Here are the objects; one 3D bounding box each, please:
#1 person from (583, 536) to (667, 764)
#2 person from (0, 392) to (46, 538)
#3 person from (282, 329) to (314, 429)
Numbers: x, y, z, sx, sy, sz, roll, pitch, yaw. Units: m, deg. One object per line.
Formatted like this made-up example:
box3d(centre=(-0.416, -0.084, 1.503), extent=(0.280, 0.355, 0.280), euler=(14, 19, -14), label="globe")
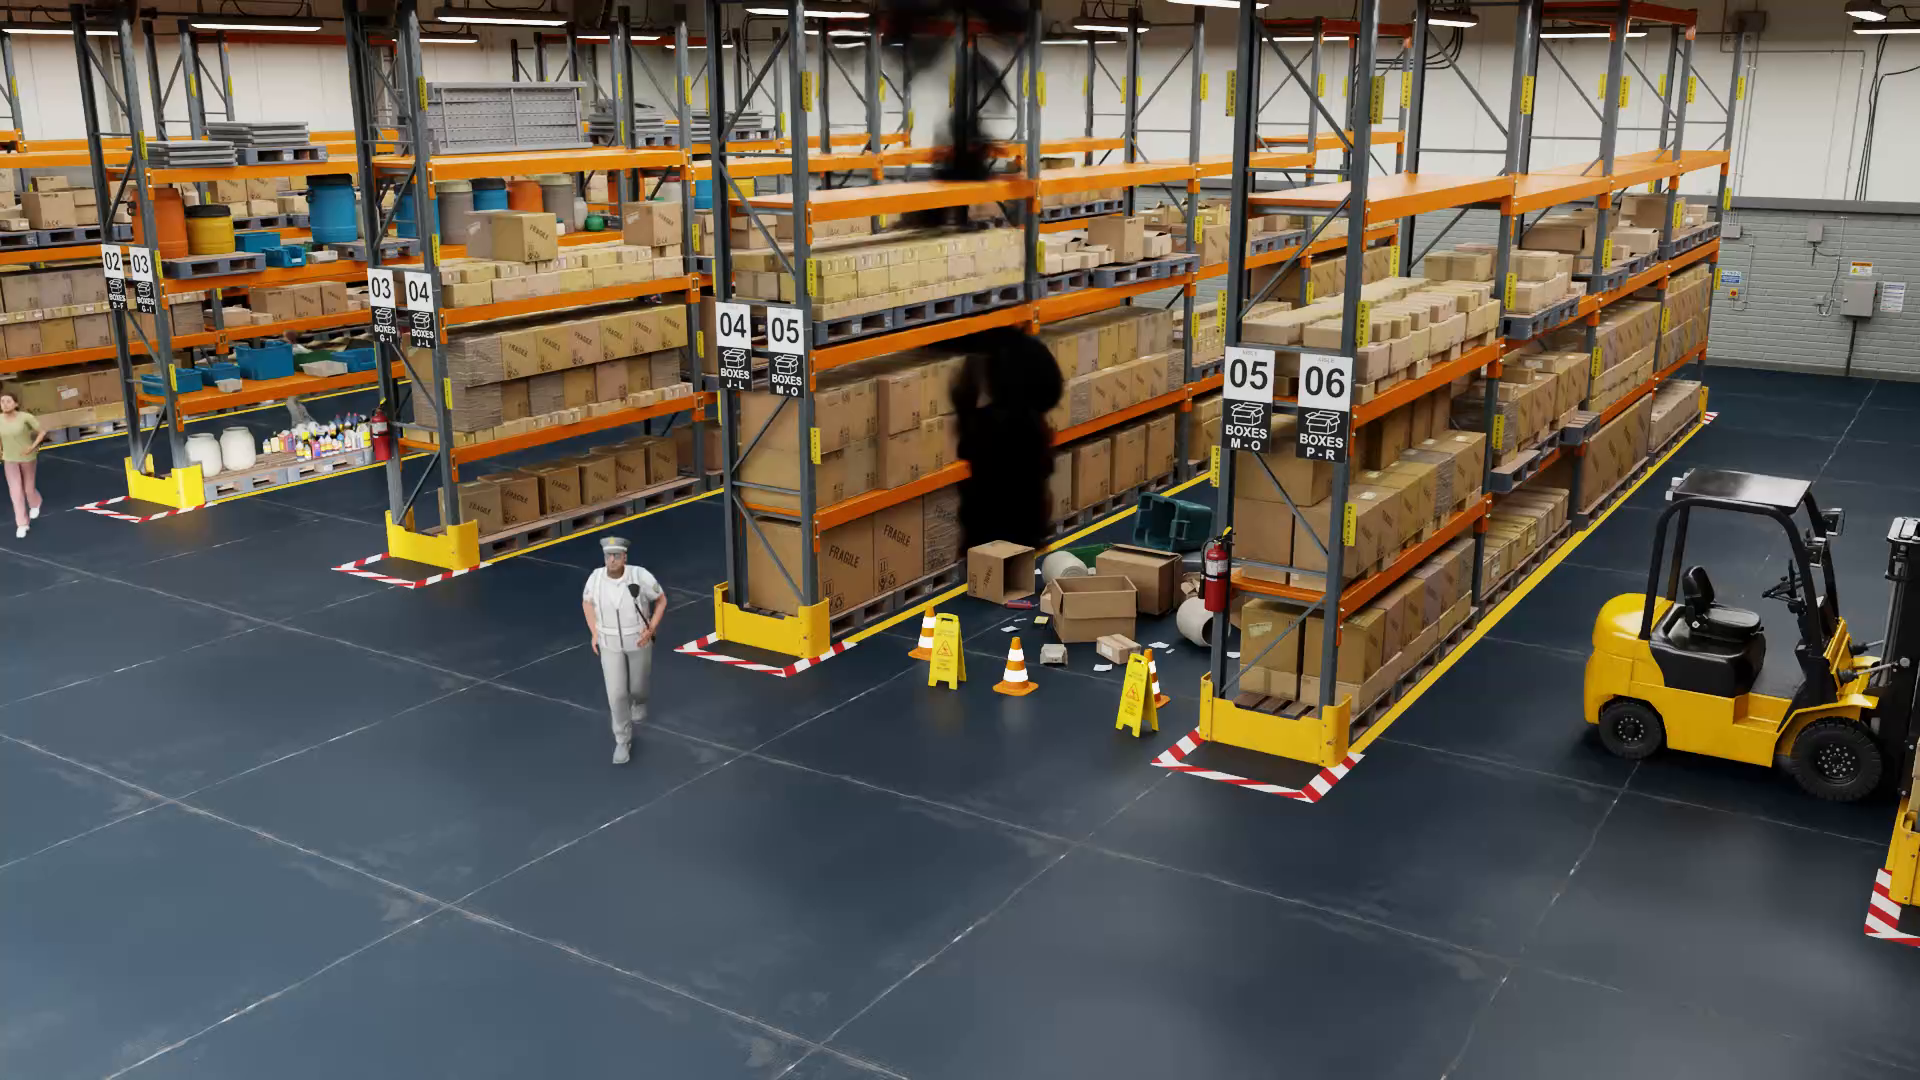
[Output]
box3d(centre=(-2.627, 0.792, 13.106), extent=(0.661, 1.796, 0.783), euler=(-1, 16, -5), label="person")
box3d(centre=(-10.966, -0.933, 19.457), extent=(0.577, 1.666, 0.831), euler=(-4, 16, -14), label="person")
box3d(centre=(-9.797, -2.283, 24.448), extent=(0.514, 1.639, 0.666), euler=(7, 17, 23), label="person")
